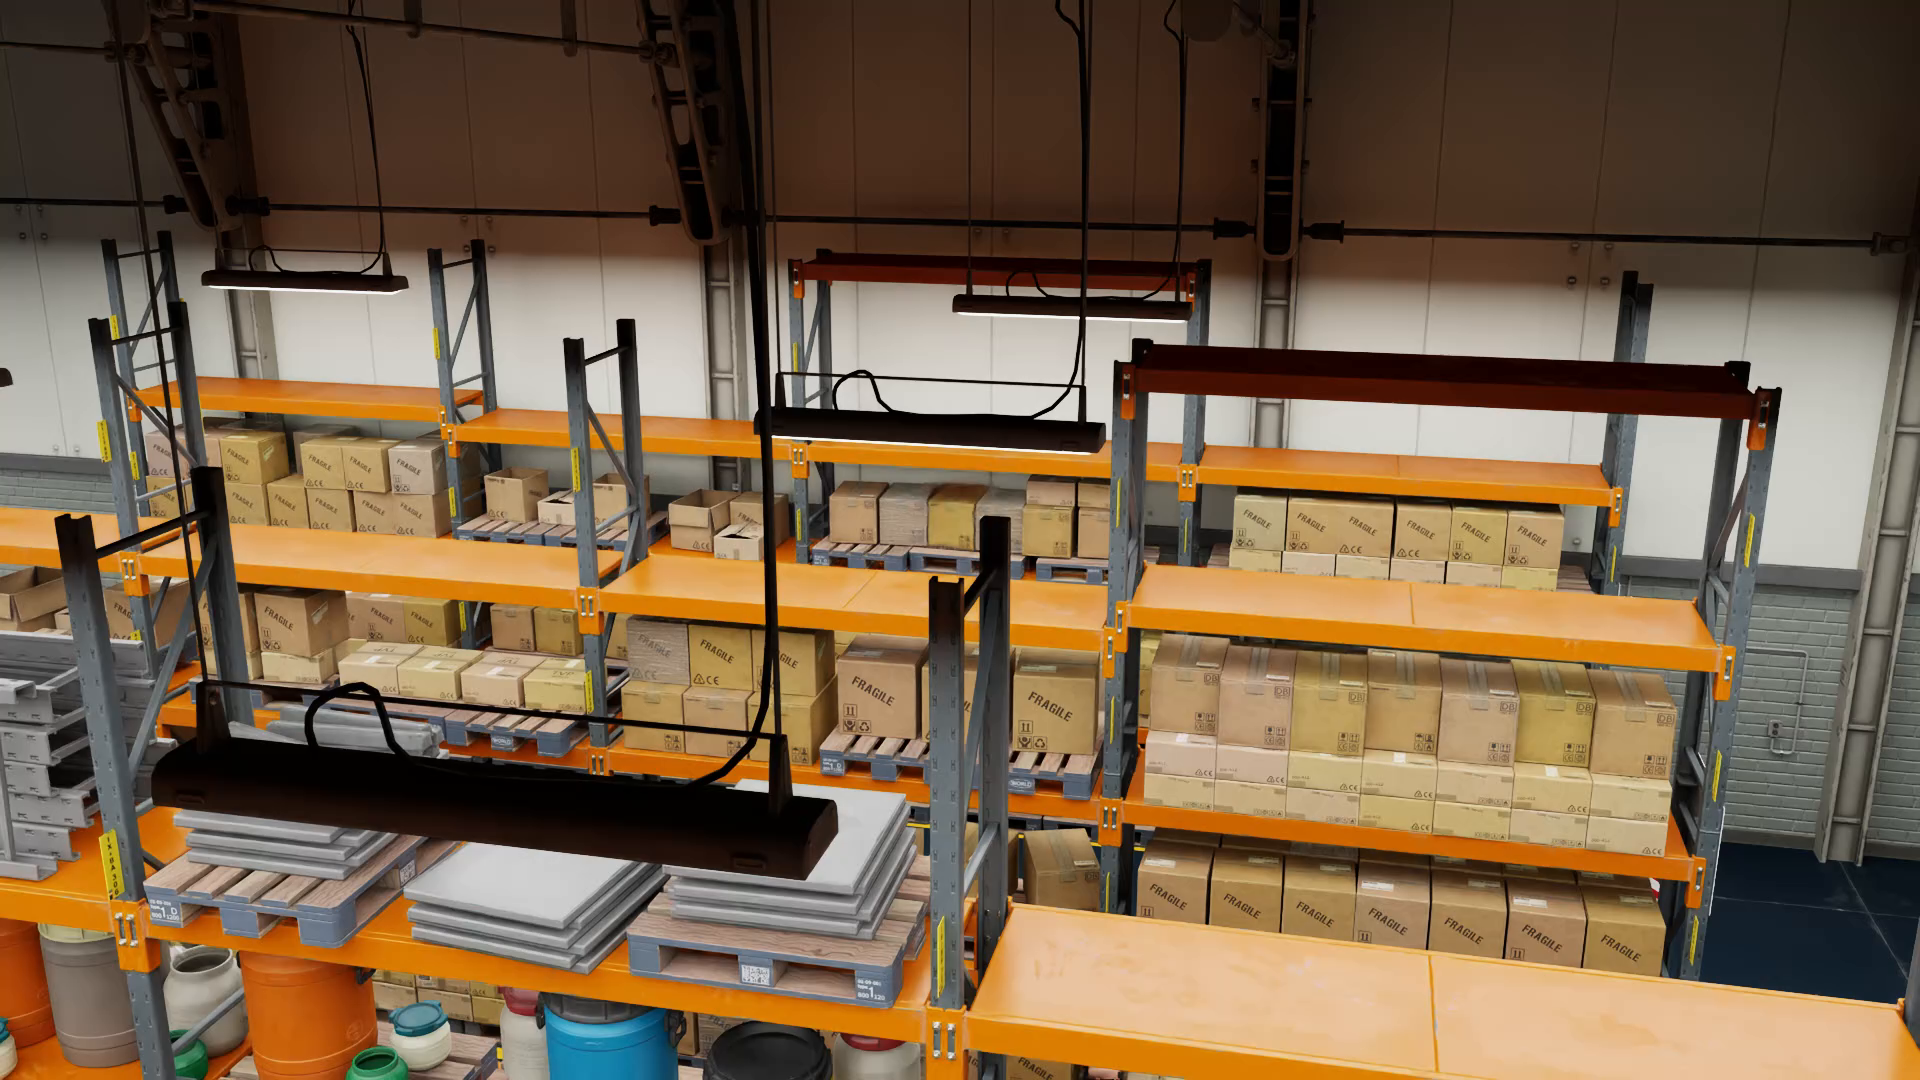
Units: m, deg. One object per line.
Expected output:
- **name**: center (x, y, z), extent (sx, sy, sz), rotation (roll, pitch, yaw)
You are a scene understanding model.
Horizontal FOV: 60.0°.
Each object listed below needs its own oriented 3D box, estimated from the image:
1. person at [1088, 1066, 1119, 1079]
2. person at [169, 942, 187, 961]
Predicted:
- **person**: center (0.902, 4.223, 10.961), extent (0.475, 1.791, 0.572), rotation (8, 18, 26)
- **person**: center (-6.109, 3.713, 12.809), extent (0.637, 1.728, 0.513), rotation (3, 17, 10)
